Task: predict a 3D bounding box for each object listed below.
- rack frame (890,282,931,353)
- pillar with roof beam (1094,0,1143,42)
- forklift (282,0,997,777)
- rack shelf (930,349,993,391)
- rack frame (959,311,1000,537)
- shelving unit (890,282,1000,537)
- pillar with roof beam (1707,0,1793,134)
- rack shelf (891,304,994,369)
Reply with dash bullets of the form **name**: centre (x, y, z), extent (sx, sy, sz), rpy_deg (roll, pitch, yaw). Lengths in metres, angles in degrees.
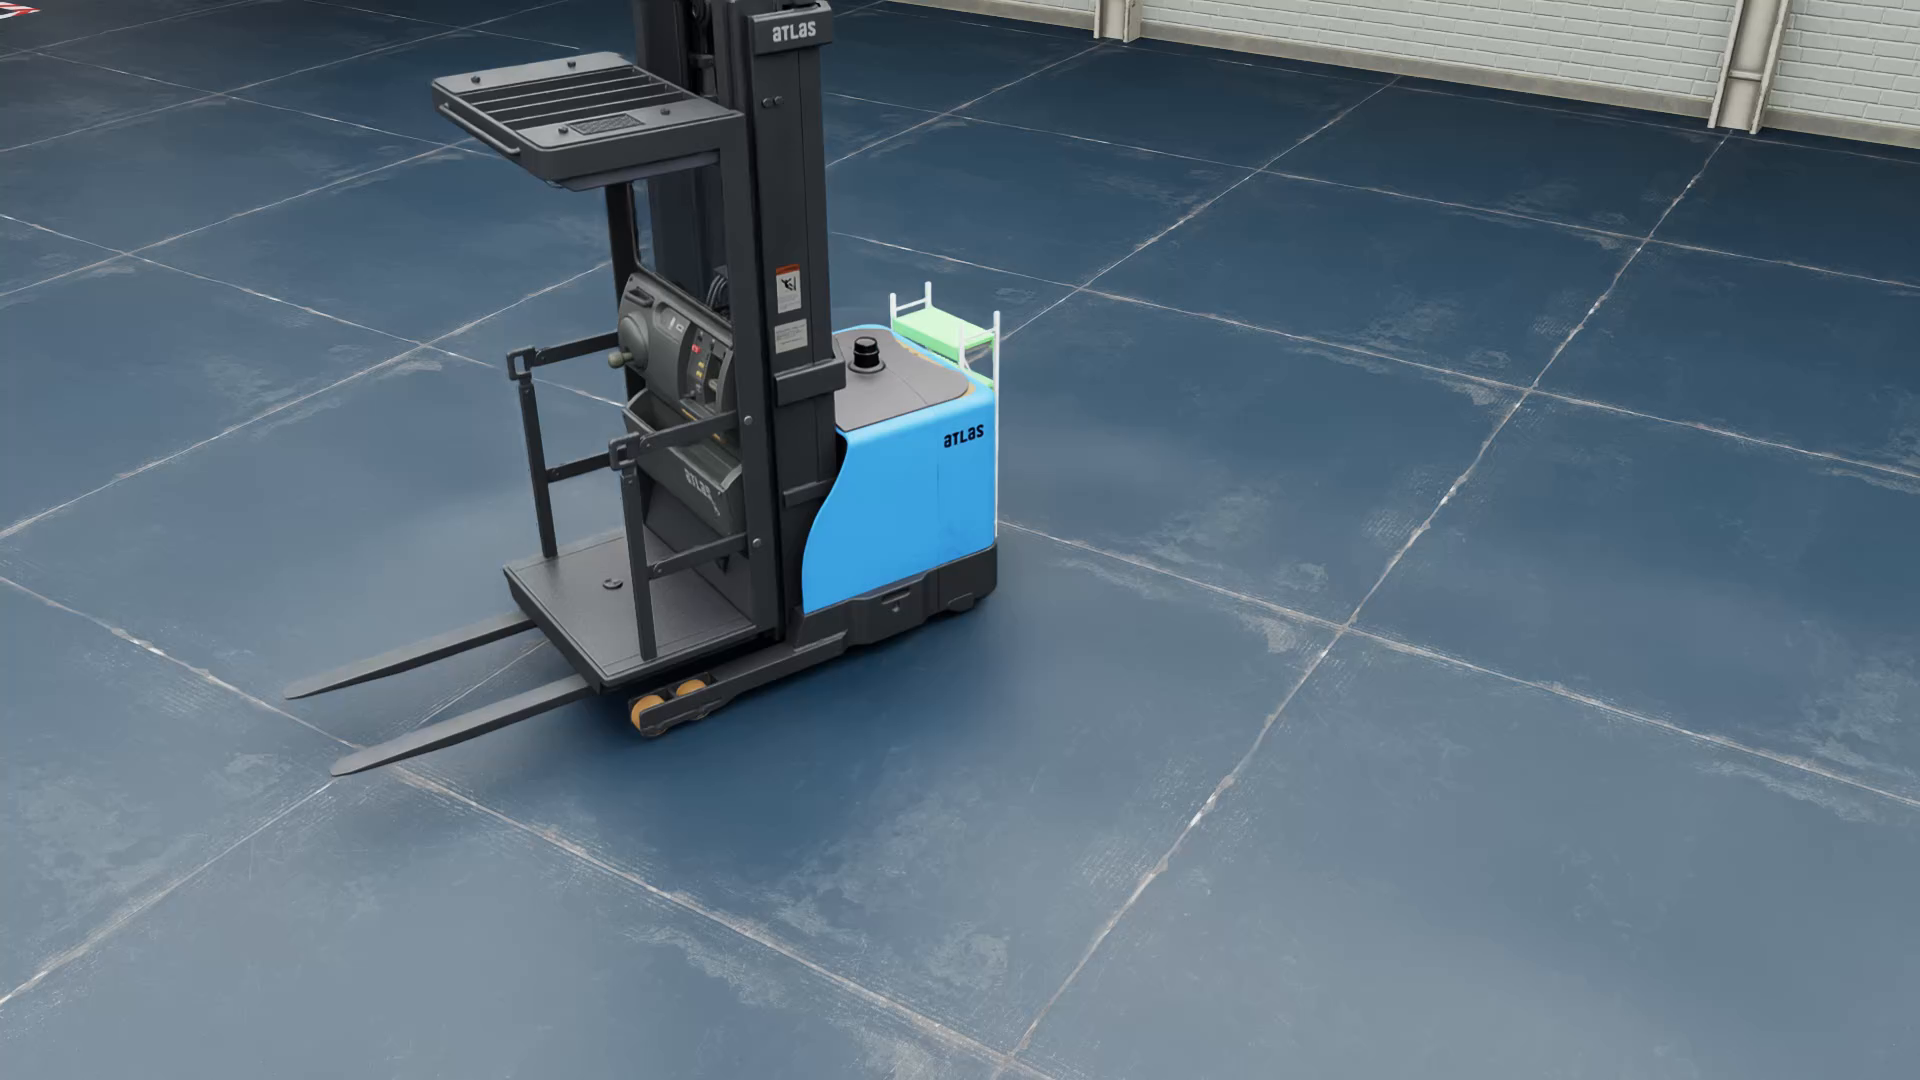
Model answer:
- **rack frame**: centre (-0.235, -0.681, 8.226), extent (0.240, 1.200, 0.015), rpy_deg (-24, 38, -35)
- **pillar with roof beam**: centre (-0.667, -7.235, 11.722), extent (0.400, 9.000, 9.100), rpy_deg (18, 35, 27)
- **forklift**: centre (-1.326, -0.759, 6.643), extent (3.031, 2.935, 1.130), rpy_deg (-20, 36, -30)
- **rack shelf**: centre (-0.073, -0.741, 7.980), extent (0.258, 0.148, 0.480), rpy_deg (-24, 38, -35)
- **rack frame**: centre (0.088, -0.497, 7.911), extent (0.240, 1.200, 0.015), rpy_deg (-24, 38, -35)
- **shelving unit**: centre (-0.073, -0.589, 8.069), extent (0.258, 1.200, 0.503), rpy_deg (-24, 38, -35)
- **pillar with roof beam**: centre (4.415, -5.628, 8.967), extent (0.400, 9.000, 9.100), rpy_deg (18, 35, 27)
- **rack shelf**: centre (-0.073, -0.948, 7.859), extent (0.258, 0.148, 0.480), rpy_deg (-24, 38, -35)
